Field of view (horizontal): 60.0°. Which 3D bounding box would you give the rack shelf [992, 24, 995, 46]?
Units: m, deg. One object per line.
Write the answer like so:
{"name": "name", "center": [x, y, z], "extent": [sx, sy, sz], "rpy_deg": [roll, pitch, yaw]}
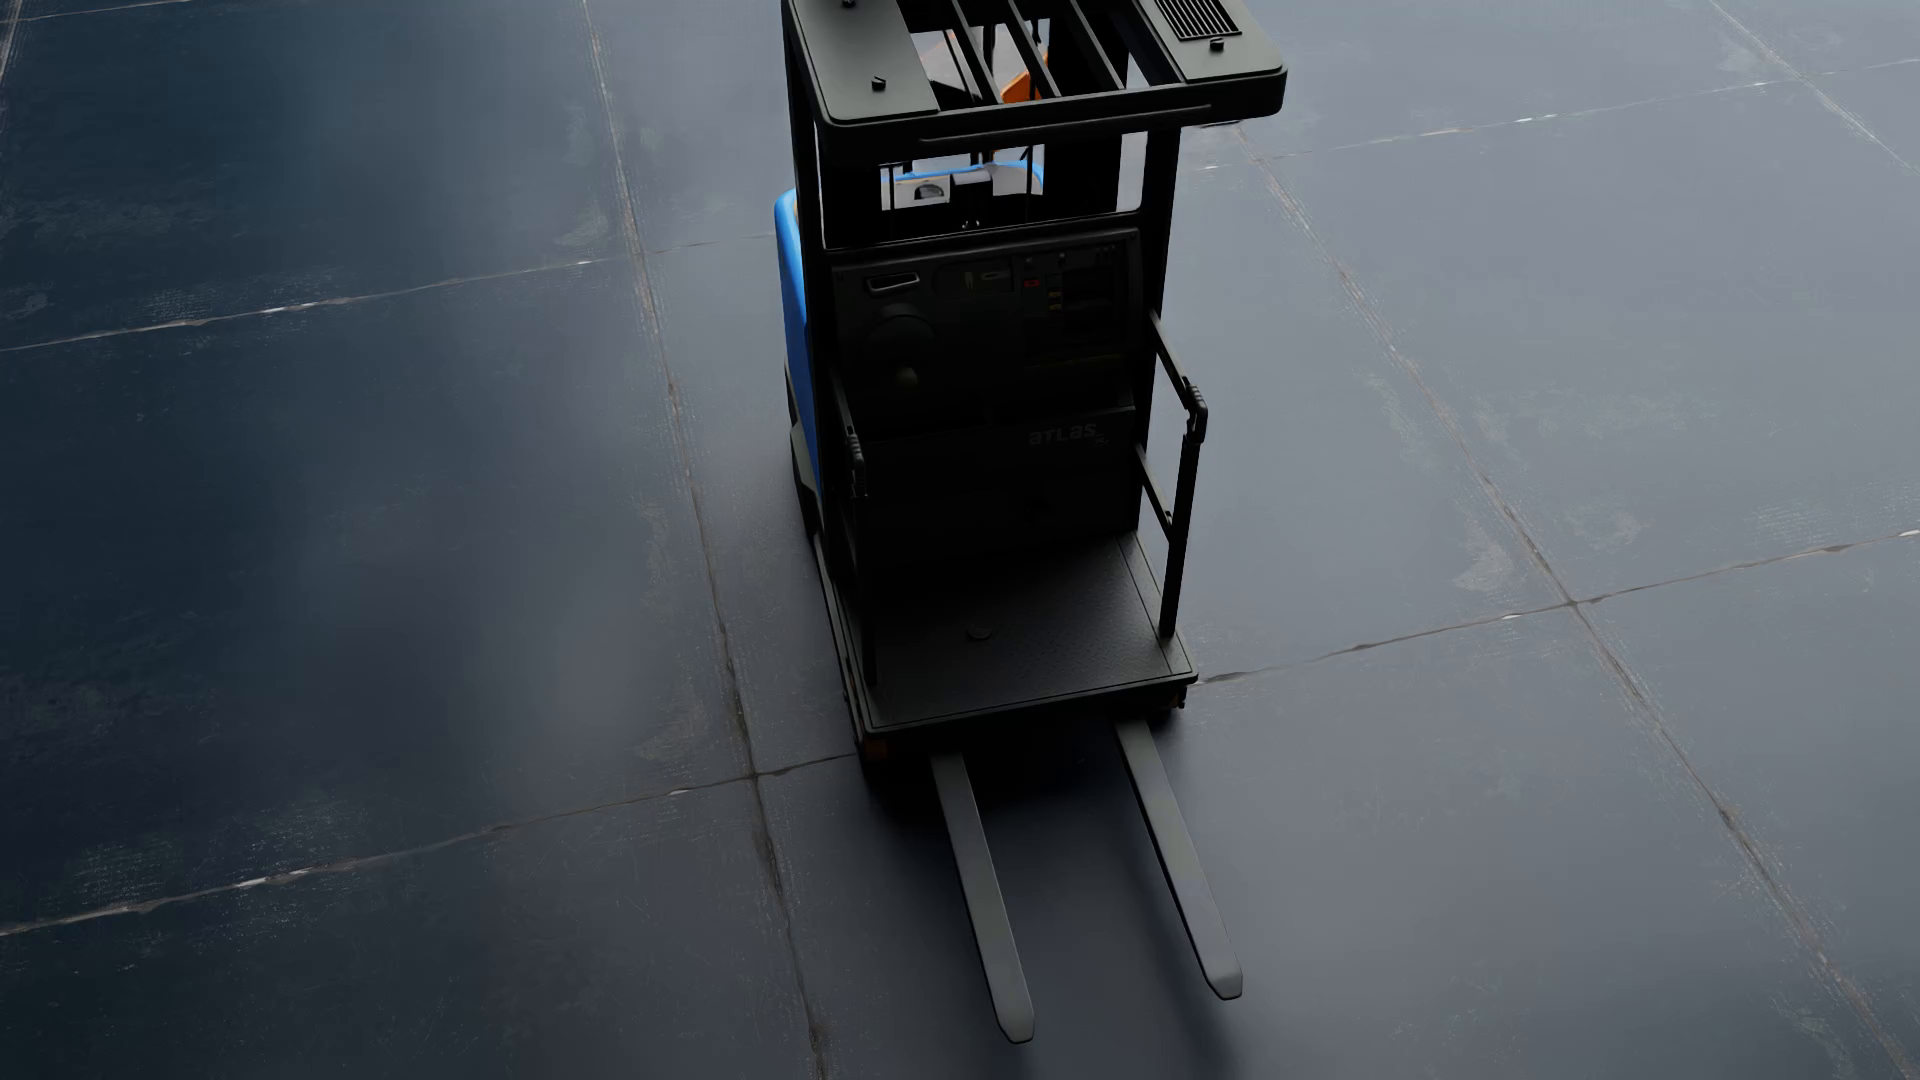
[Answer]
{"name": "rack shelf", "center": [0.076, -2.151, 5.922], "extent": [0.431, 0.518, 0.480], "rpy_deg": [25, 50, 23]}

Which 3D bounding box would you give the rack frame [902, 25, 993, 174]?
{"name": "rack frame", "center": [-0.055, -1.521, 6.263], "extent": [0.400, 2.100, 0.015], "rpy_deg": [25, 50, 23]}

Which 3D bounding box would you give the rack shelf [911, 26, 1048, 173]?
{"name": "rack shelf", "center": [0.078, -1.656, 6.417], "extent": [0.431, 0.518, 0.480], "rpy_deg": [25, 50, 23]}

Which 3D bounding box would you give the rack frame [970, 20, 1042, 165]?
{"name": "rack frame", "center": [0.211, -1.811, 6.552], "extent": [0.400, 2.100, 0.015], "rpy_deg": [25, 50, 23]}

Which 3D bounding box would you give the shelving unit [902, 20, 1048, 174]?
{"name": "shelving unit", "center": [0.078, -1.666, 6.408], "extent": [0.431, 2.100, 0.503], "rpy_deg": [25, 50, 23]}

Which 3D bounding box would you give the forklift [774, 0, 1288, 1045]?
{"name": "forklift", "center": [0.137, -0.589, 4.775], "extent": [1.130, 2.935, 3.031], "rpy_deg": [-9, 46, -9]}
